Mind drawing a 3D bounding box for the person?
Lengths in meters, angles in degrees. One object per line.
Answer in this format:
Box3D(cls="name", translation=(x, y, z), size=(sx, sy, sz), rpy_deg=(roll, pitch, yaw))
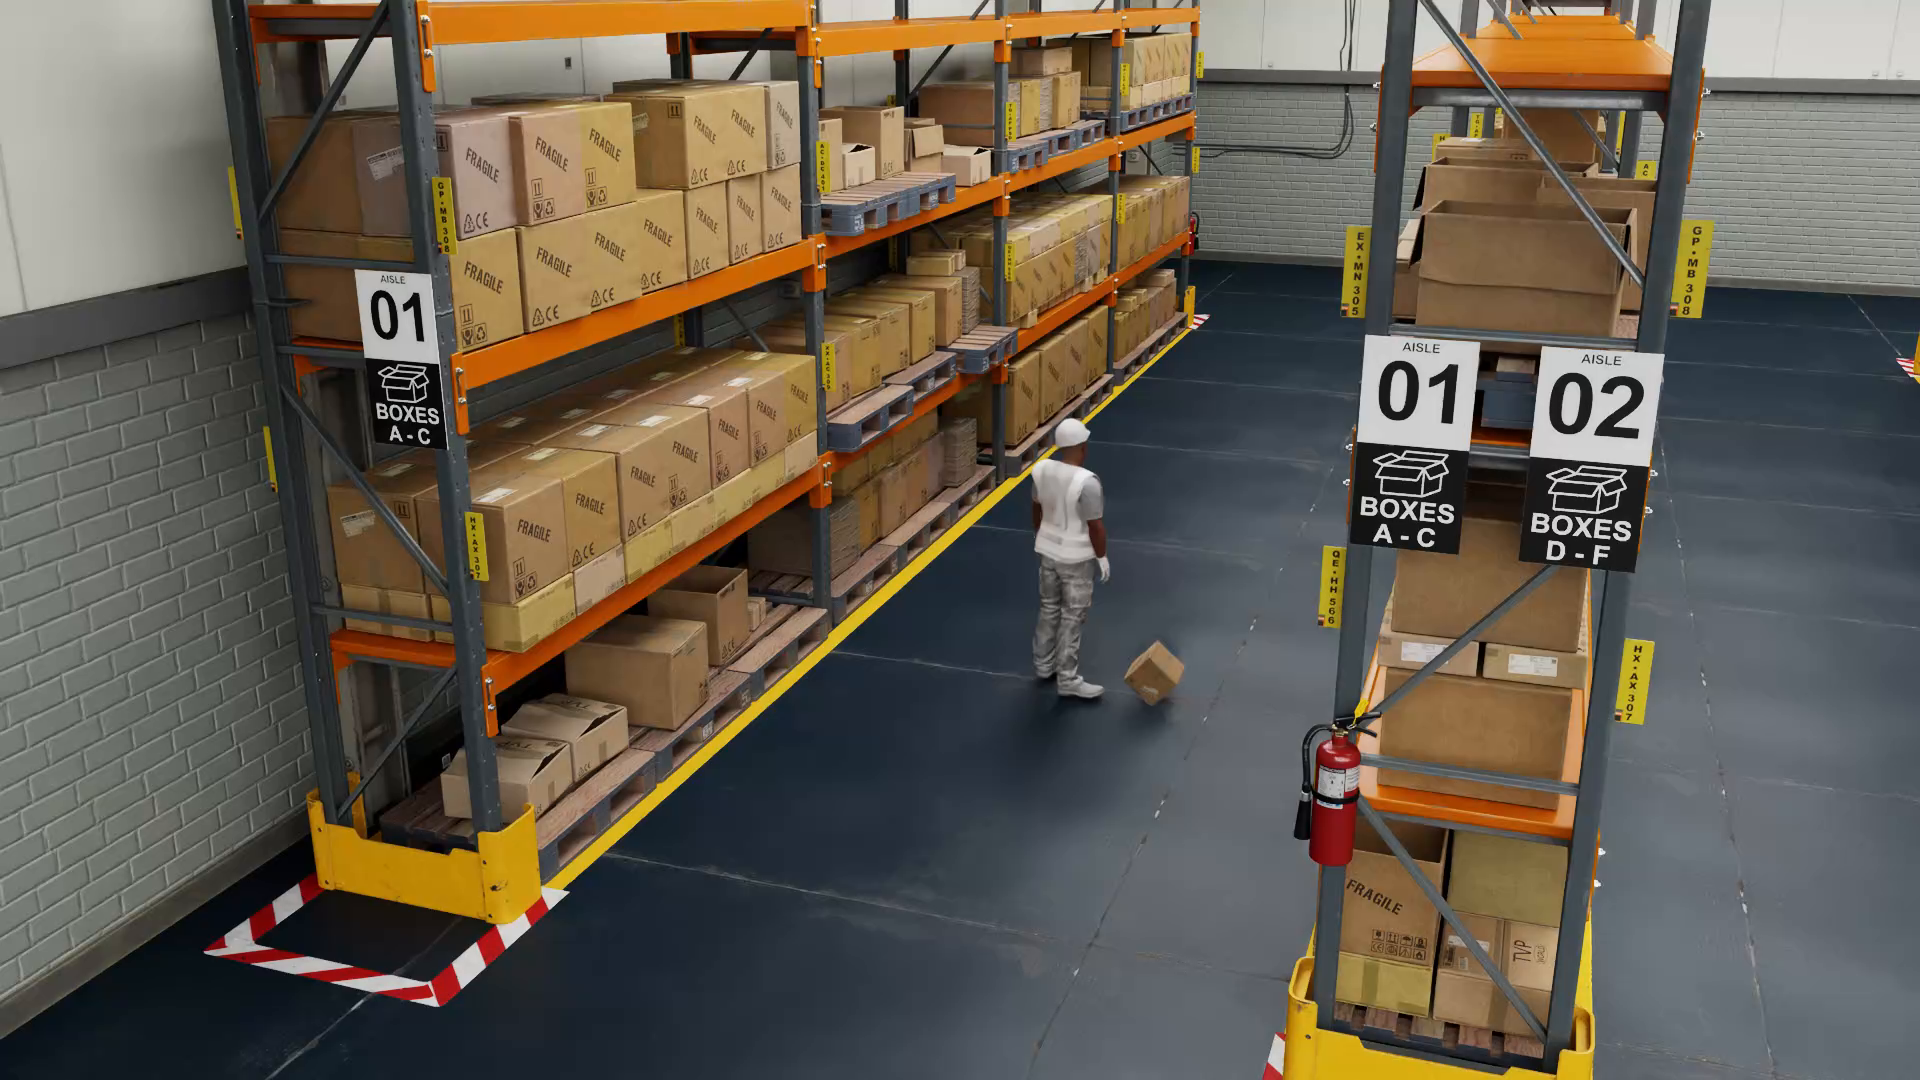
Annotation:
Box3D(cls="person", translation=(0.692, 0.087, 10.672), size=(0.398, 1.788, 0.663), rpy_deg=(-14, 23, -37))
